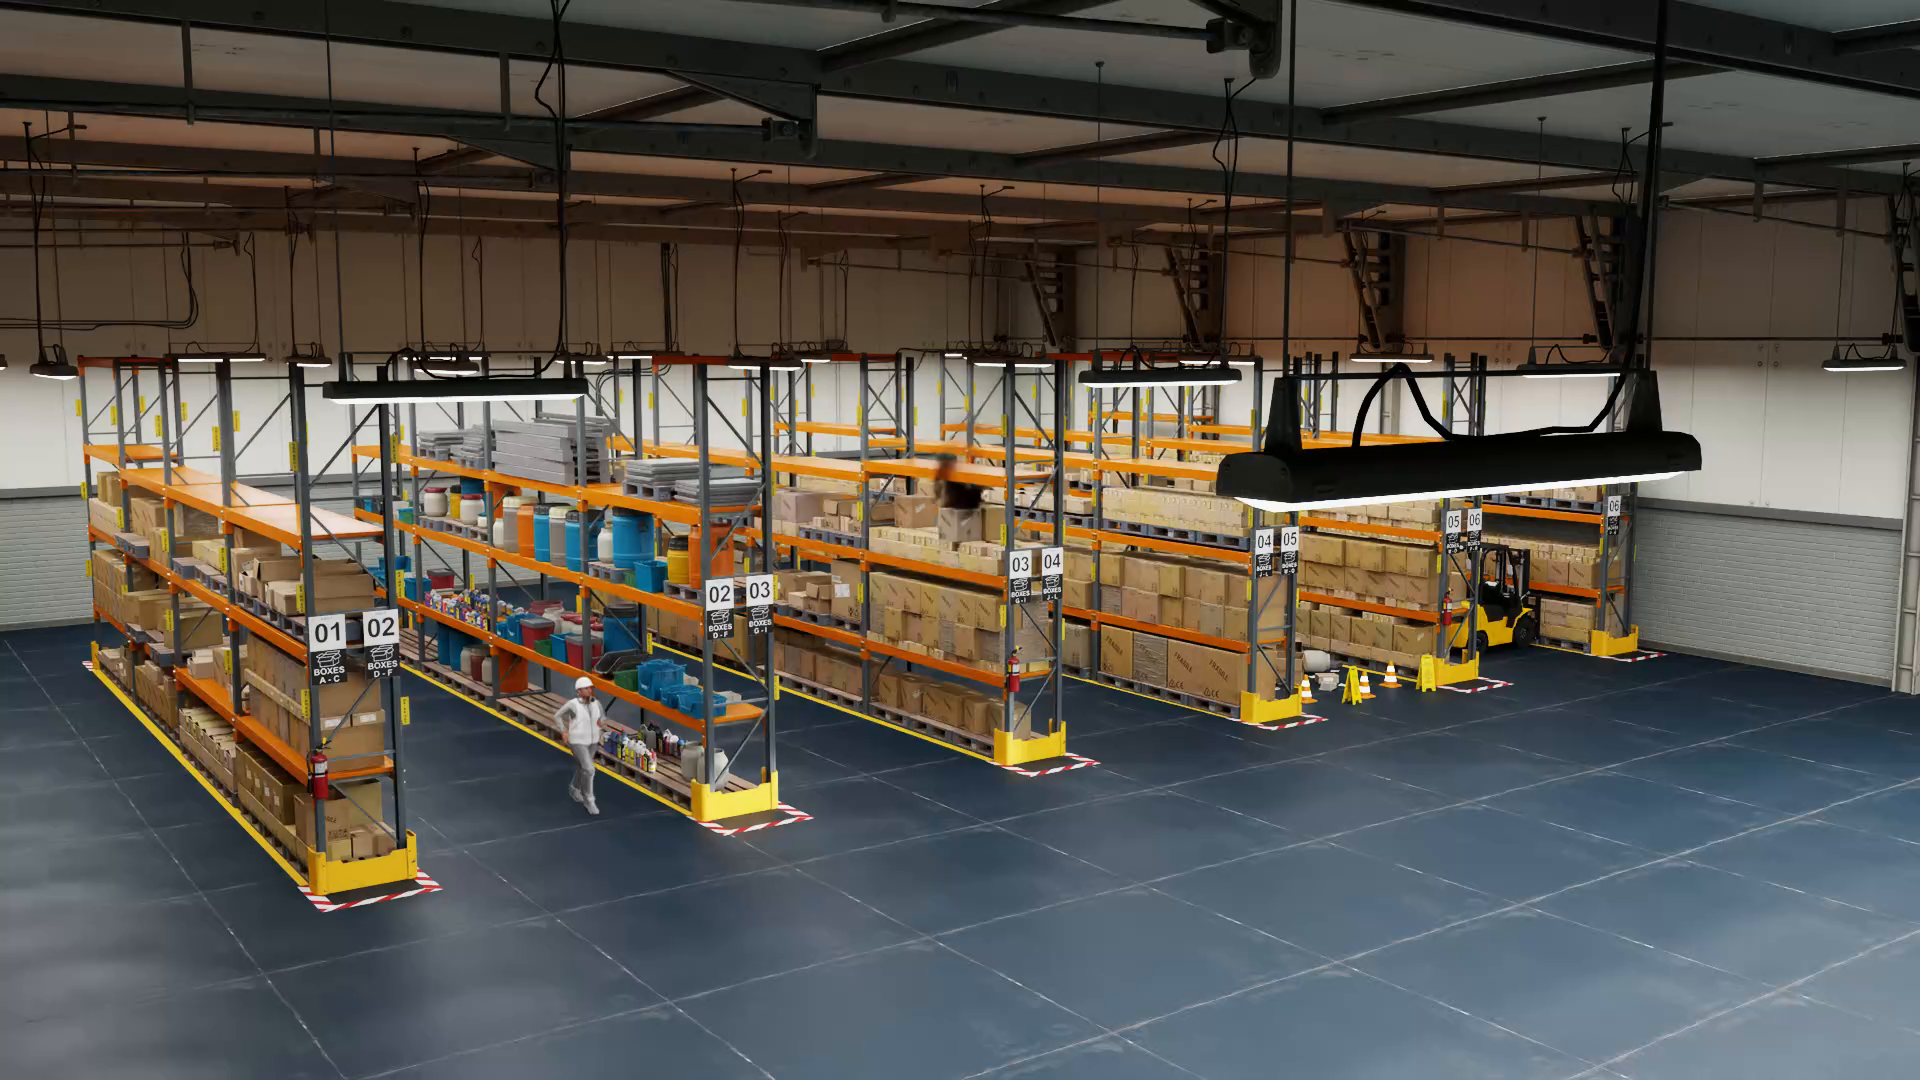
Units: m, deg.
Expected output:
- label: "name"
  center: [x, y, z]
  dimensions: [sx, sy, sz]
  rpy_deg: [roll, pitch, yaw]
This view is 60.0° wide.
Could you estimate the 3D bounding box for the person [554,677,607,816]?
- label: "person"
  center: [-5.053, 2.737, 22.370]
  dimensions: [0.776, 1.820, 0.643]
  rpy_deg: [5, 9, 37]
